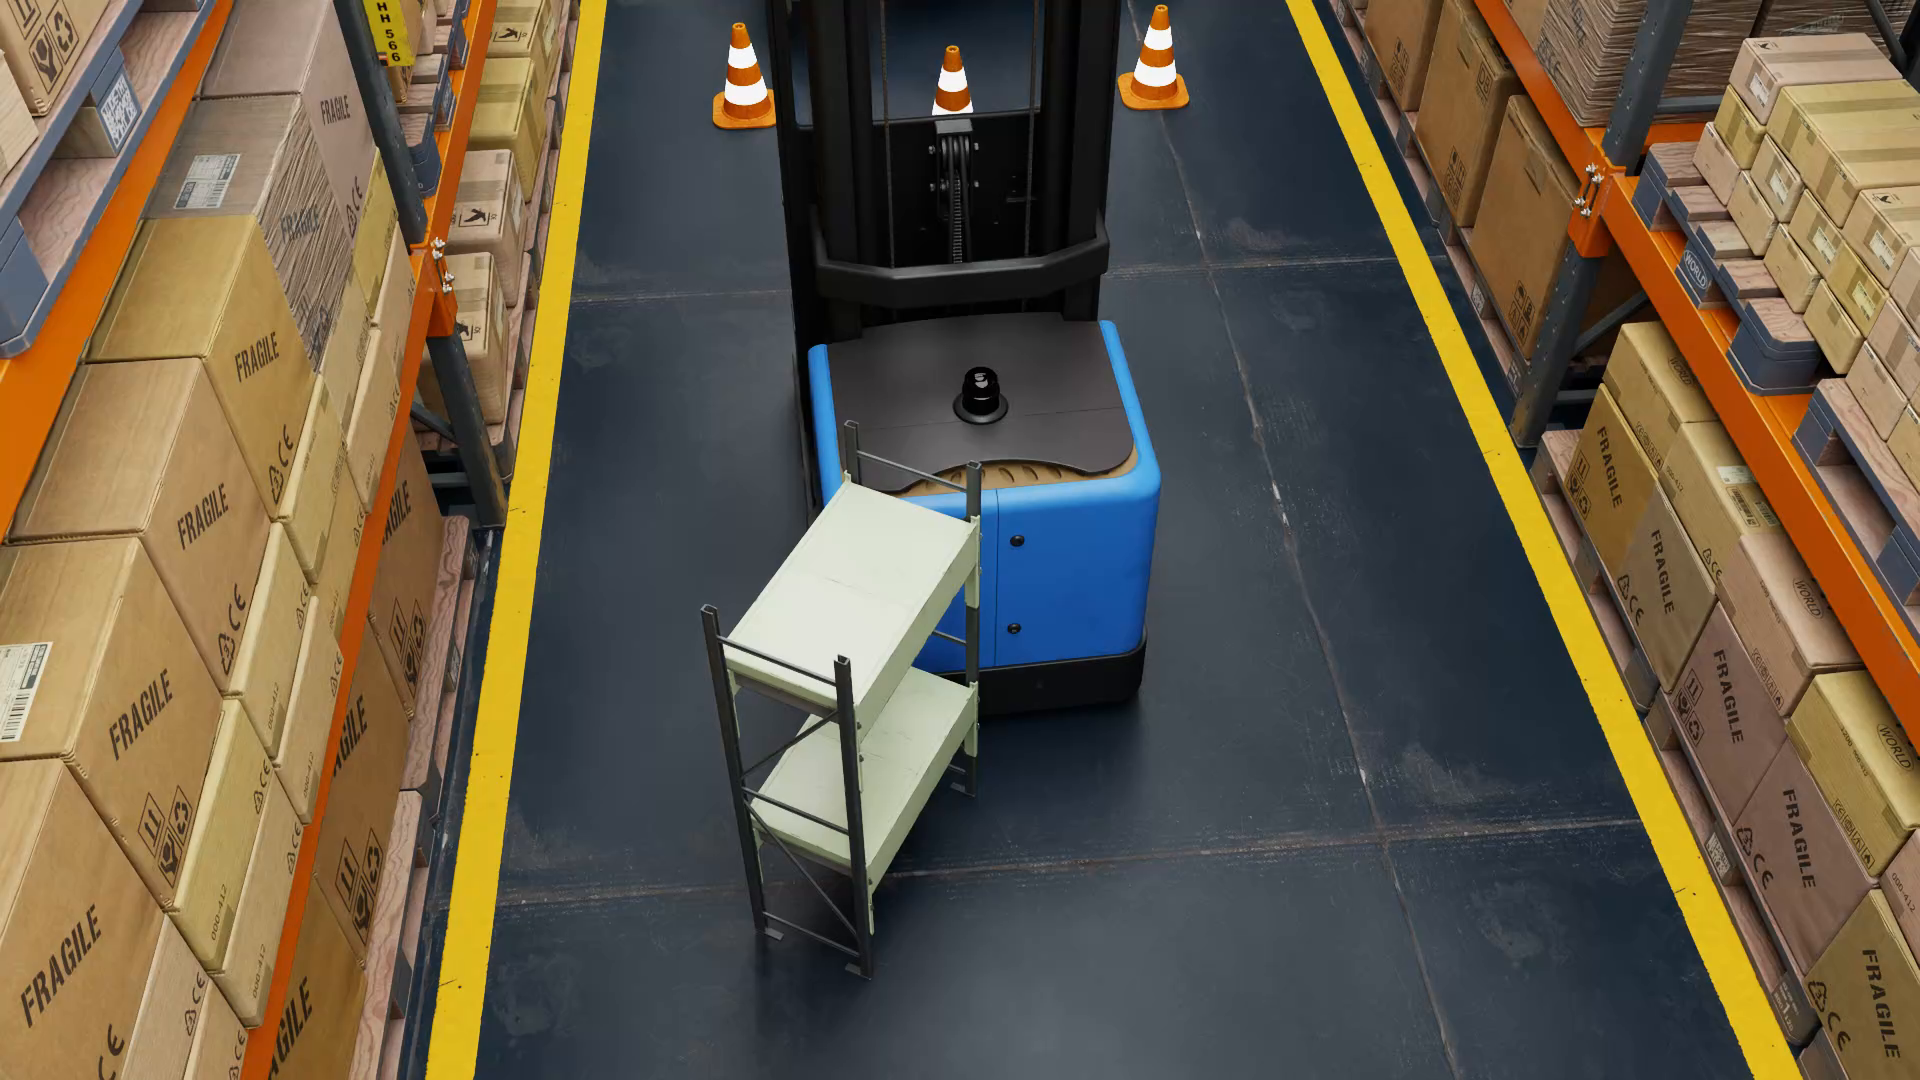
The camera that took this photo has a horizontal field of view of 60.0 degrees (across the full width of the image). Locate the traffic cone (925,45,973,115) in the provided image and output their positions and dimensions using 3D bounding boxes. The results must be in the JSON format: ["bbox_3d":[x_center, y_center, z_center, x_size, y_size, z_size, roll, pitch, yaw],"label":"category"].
[{"bbox_3d":[-0.038,-2.150,7.967,0.336,0.463,0.334,-3,47,-3],"label":"traffic cone"}]

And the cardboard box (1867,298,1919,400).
[{"bbox_3d":[2.633,-0.510,4.346,0.380,0.149,0.250,-3,47,-3],"label":"cardboard box"}]

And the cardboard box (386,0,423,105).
[{"bbox_3d":[-2.030,-1.710,5.240,0.500,0.500,0.500,-5,47,-4],"label":"cardboard box"}]

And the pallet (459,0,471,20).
[{"bbox_3d":[-2.430,-2.453,6.639,1.003,0.211,1.213,-3,47,-3],"label":"pallet"}]

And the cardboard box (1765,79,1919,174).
[{"bbox_3d":[2.572,-1.185,4.781,0.380,0.149,0.250,-5,47,-4],"label":"cardboard box"}]

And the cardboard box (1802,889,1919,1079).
[{"bbox_3d":[2.680,1.255,4.428,0.500,0.500,0.500,-4,47,-4],"label":"cardboard box"}]

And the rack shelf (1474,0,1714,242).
[{"bbox_3d":[2.534,-2.663,7.201,1.077,0.370,4.000,-3,47,-3],"label":"rack shelf"}]

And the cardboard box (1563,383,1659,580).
[{"bbox_3d":[2.506,-0.221,5.825,0.500,0.500,0.500,-5,47,-5],"label":"cardboard box"}]

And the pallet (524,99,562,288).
[{"bbox_3d":[-2.386,-1.576,7.597,1.003,0.211,1.213,-3,47,-3],"label":"pallet"}]

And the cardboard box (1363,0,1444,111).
[{"bbox_3d":[2.585,-2.586,7.893,1.050,0.750,0.750,-3,47,-3],"label":"cardboard box"}]

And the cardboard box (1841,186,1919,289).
[{"bbox_3d":[2.610,-0.816,4.431,0.380,0.149,0.250,-5,47,-5],"label":"cardboard box"}]

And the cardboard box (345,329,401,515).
[{"bbox_3d":[-1.863,-0.319,4.589,0.500,0.250,0.500,-3,47,-3],"label":"cardboard box"}]

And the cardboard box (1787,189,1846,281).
[{"bbox_3d":[2.592,-0.872,4.689,0.380,0.149,0.250,-5,47,-5],"label":"cardboard box"}]

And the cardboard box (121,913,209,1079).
[{"bbox_3d":[-1.716,0.974,3.021,0.500,0.250,0.500,-3,47,-3],"label":"cardboard box"}]

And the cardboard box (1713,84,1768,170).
[{"bbox_3d":[2.542,-1.262,5.058,0.380,0.149,0.250,-2,47,-2],"label":"cardboard box"}]

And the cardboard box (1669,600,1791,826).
[{"bbox_3d":[2.599,0.514,5.130,0.500,0.500,0.500,-5,47,-4],"label":"cardboard box"}]

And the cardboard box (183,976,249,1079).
[{"bbox_3d":[-1.707,1.148,3.200,0.500,0.250,0.500,-5,47,-4],"label":"cardboard box"}]

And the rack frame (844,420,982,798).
[{"bbox_3d":[-0.128,0.260,4.971,0.400,1.500,0.023,19,49,17],"label":"rack frame"}]

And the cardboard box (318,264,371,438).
[{"bbox_3d":[-1.883,-0.504,4.420,0.500,0.250,0.500,-5,47,-4],"label":"cardboard box"}]

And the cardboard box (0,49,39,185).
[{"bbox_3d":[-1.692,-0.668,2.554,0.396,0.266,0.258,0,47,0],"label":"cardboard box"}]

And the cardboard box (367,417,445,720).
[{"bbox_3d":[-2.248,0.002,5.356,0.875,0.875,0.875,-4,47,-4],"label":"cardboard box"}]

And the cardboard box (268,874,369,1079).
[{"bbox_3d":[-2.103,1.294,4.132,0.875,0.875,0.875,-2,47,-2],"label":"cardboard box"}]

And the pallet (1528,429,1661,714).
[{"bbox_3d":[2.765,0.061,6.047,1.003,0.211,1.213,-3,47,-3],"label":"pallet"}]

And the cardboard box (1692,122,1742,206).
[{"bbox_3d":[2.538,-1.185,5.190,0.380,0.149,0.250,-4,47,-4],"label":"cardboard box"}]

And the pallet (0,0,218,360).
[{"bbox_3d":[-2.020,-0.784,2.991,1.003,0.211,1.213,-2,47,-1],"label":"pallet"}]

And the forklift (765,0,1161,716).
[{"bbox_3d":[-0.082,-1.461,5.615,1.130,2.935,3.031,-5,47,-5],"label":"forklift"}]

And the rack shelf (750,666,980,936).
[{"bbox_3d":[-0.286,0.724,4.980,0.431,0.370,0.720,19,49,17],"label":"rack shelf"}]

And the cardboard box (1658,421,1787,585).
[{"bbox_3d":[2.560,-0.125,5.219,0.500,0.250,0.500,-4,47,-4],"label":"cardboard box"}]

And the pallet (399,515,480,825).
[{"bbox_3d":[-2.232,0.445,5.683,1.003,0.211,1.213,-3,47,-3],"label":"pallet"}]

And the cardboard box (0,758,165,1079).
[{"bbox_3d":[-1.709,0.725,2.740,0.500,0.500,0.500,-4,47,-4],"label":"cardboard box"}]

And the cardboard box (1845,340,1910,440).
[{"bbox_3d":[2.632,-0.408,4.454,0.380,0.149,0.250,-2,47,-2],"label":"cardboard box"}]

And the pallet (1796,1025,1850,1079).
[{"bbox_3d":[2.969,1.827,4.375,1.003,0.211,1.213,-3,47,-3],"label":"pallet"}]

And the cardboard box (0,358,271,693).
[{"bbox_3d":[-1.798,-0.012,3.438,0.500,0.500,0.500,-4,47,-4],"label":"cardboard box"}]

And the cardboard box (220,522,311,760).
[{"bbox_3d":[-1.776,0.241,3.715,0.500,0.250,0.500,-5,47,-4],"label":"cardboard box"}]

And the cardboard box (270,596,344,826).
[{"bbox_3d":[-1.766,0.414,3.895,0.500,0.250,0.500,-4,47,-4],"label":"cardboard box"}]

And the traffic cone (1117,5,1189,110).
[{"bbox_3d":[0.974,-2.423,8.226,0.336,0.463,0.334,-3,47,-3],"label":"traffic cone"}]

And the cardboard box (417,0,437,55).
[{"bbox_3d":[-2.032,-1.801,5.773,0.380,0.149,0.250,-6,47,-6],"label":"cardboard box"}]

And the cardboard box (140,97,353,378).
[{"bbox_3d":[-1.868,-0.738,4.126,0.500,0.500,0.500,-3,47,-3],"label":"cardboard box"}]

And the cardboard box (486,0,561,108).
[{"bbox_3d":[-2.448,-2.325,7.906,0.950,0.372,0.625,-1,47,-1],"label":"cardboard box"}]

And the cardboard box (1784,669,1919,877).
[{"bbox_3d":[2.634,0.610,4.522,0.500,0.250,0.500,-5,47,-5],"label":"cardboard box"}]

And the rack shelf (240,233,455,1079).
[{"bbox_3d":[-2.056,0.605,4.106,1.077,0.370,4.000,-3,47,-3],"label":"rack shelf"}]

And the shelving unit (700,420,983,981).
[{"bbox_3d":[-0.286,0.500,4.744,0.431,1.500,0.755,19,49,17],"label":"shelving unit"}]

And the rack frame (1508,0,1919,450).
[{"bbox_3d":[2.701,-1.463,5.570,1.000,3.000,0.127,-3,47,-3],"label":"rack frame"}]

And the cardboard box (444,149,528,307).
[{"bbox_3d":[-2.330,-1.273,6.910,0.950,0.372,0.625,-4,47,-4],"label":"cardboard box"}]

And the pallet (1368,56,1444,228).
[{"bbox_3d":[2.611,-1.960,7.961,1.003,0.211,1.213,-3,47,-3],"label":"pallet"}]

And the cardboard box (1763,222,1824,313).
[{"bbox_3d":[2.583,-0.796,4.821,0.380,0.149,0.250,-1,47,-1],"label":"cardboard box"}]

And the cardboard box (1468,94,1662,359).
[{"bbox_3d":[2.740,-1.280,6.656,1.050,0.750,0.750,-4,47,-4],"label":"cardboard box"}]

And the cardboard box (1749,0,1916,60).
[{"bbox_3d":[2.933,-1.839,5.857,0.500,0.500,0.500,-3,47,-3],"label":"cardboard box"}]

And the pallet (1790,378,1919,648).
[{"bbox_3d":[2.908,0.033,4.285,1.003,0.211,1.213,-3,47,-3],"label":"pallet"}]

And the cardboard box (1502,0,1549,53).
[{"bbox_3d":[2.356,-2.168,6.168,0.500,0.500,0.500,-3,47,-3],"label":"cardboard box"}]
